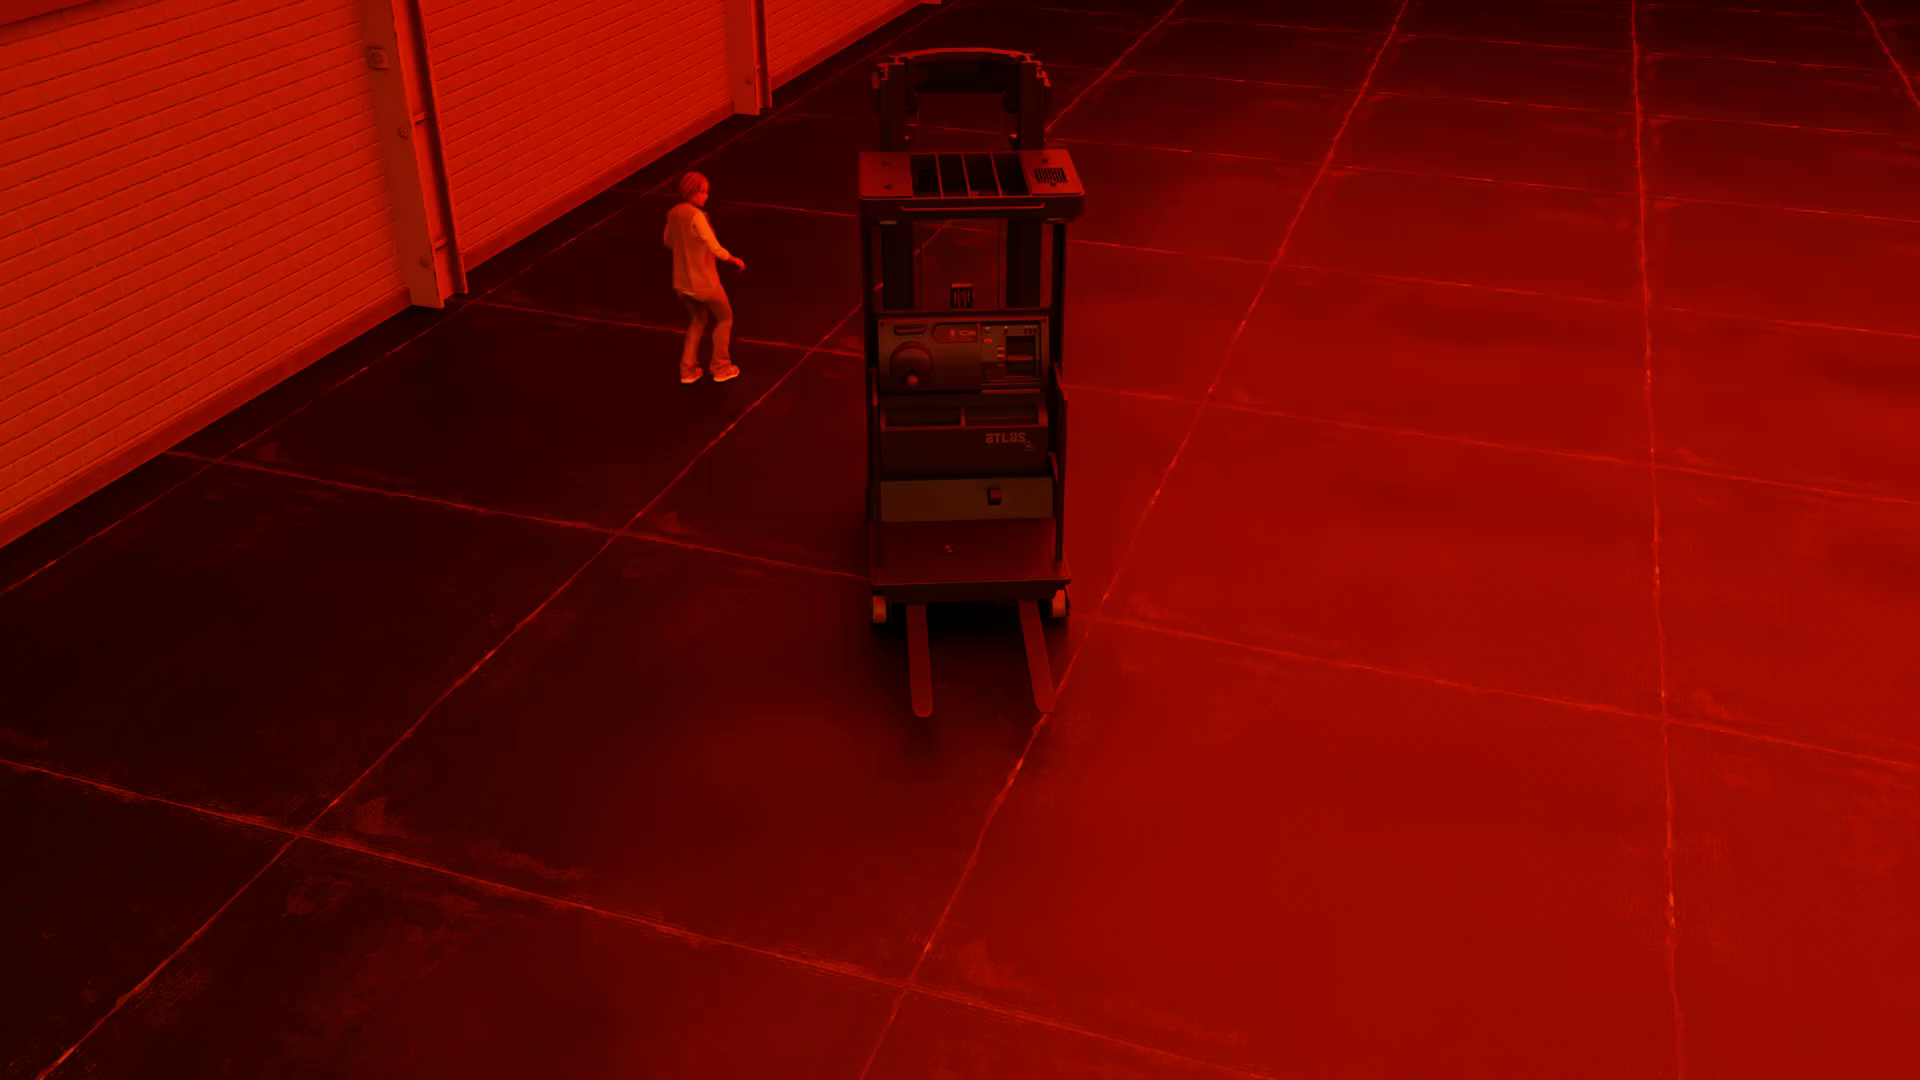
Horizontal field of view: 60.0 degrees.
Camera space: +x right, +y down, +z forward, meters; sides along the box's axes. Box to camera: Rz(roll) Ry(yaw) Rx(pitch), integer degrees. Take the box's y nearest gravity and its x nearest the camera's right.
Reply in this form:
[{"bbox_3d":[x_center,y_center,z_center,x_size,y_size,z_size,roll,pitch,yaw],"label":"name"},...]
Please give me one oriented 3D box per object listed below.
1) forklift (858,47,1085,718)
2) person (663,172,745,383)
[{"bbox_3d":[0.035,-0.972,8.842,1.130,2.935,3.031,-2,30,-3],"label":"forklift"},{"bbox_3d":[-1.839,-1.840,11.801,0.656,1.545,0.484,21,36,32],"label":"person"}]
